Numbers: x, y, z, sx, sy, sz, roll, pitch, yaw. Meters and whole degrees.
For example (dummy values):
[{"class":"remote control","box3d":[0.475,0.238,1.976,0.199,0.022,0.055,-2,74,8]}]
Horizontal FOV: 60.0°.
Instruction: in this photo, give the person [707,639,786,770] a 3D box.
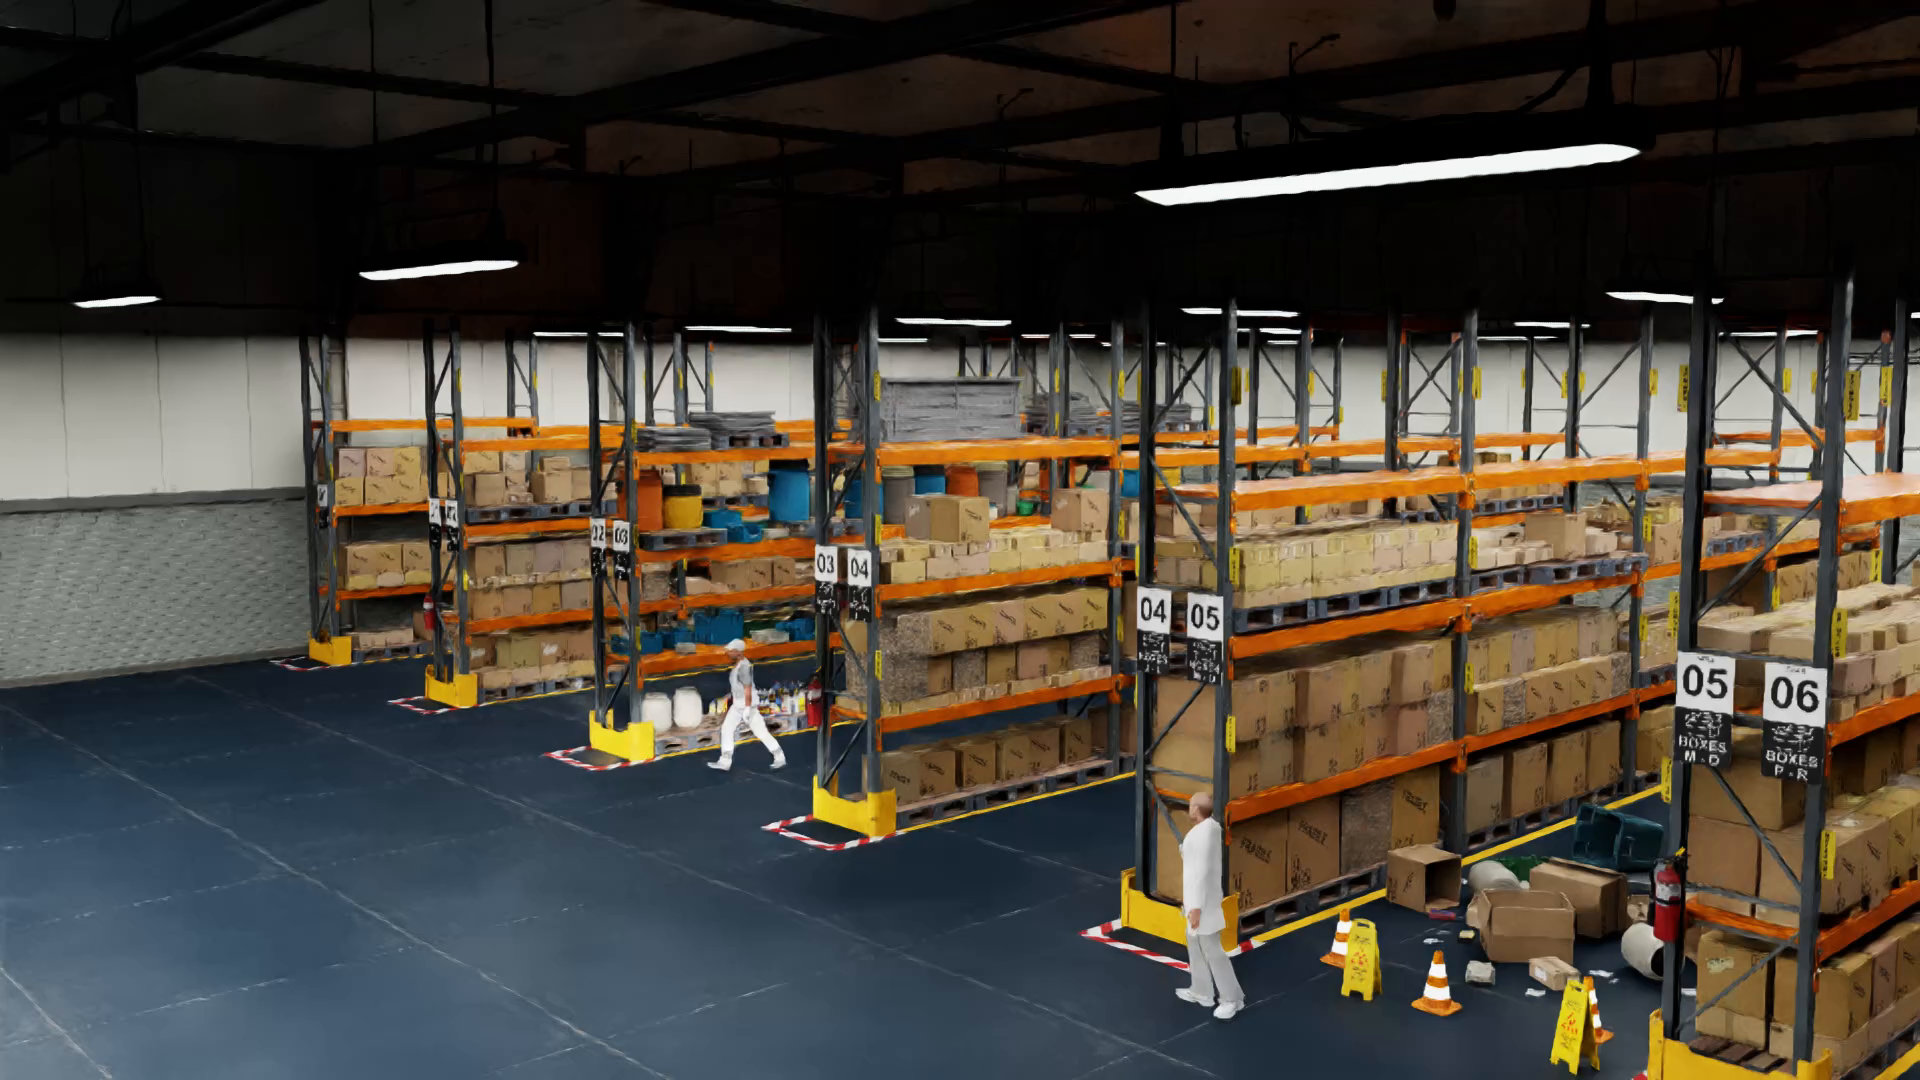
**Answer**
[{"class":"person","box3d":[-2.766,2.138,21.544,0.987,1.734,0.596,-2,6,-22]}]

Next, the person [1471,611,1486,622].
[{"class":"person","box3d":[7.660,1.782,24.607,0.455,1.782,0.598,3,6,25]}]

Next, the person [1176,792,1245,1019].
[{"class":"person","box3d":[2.036,2.934,13.506,0.595,1.767,0.692,2,6,17]}]
